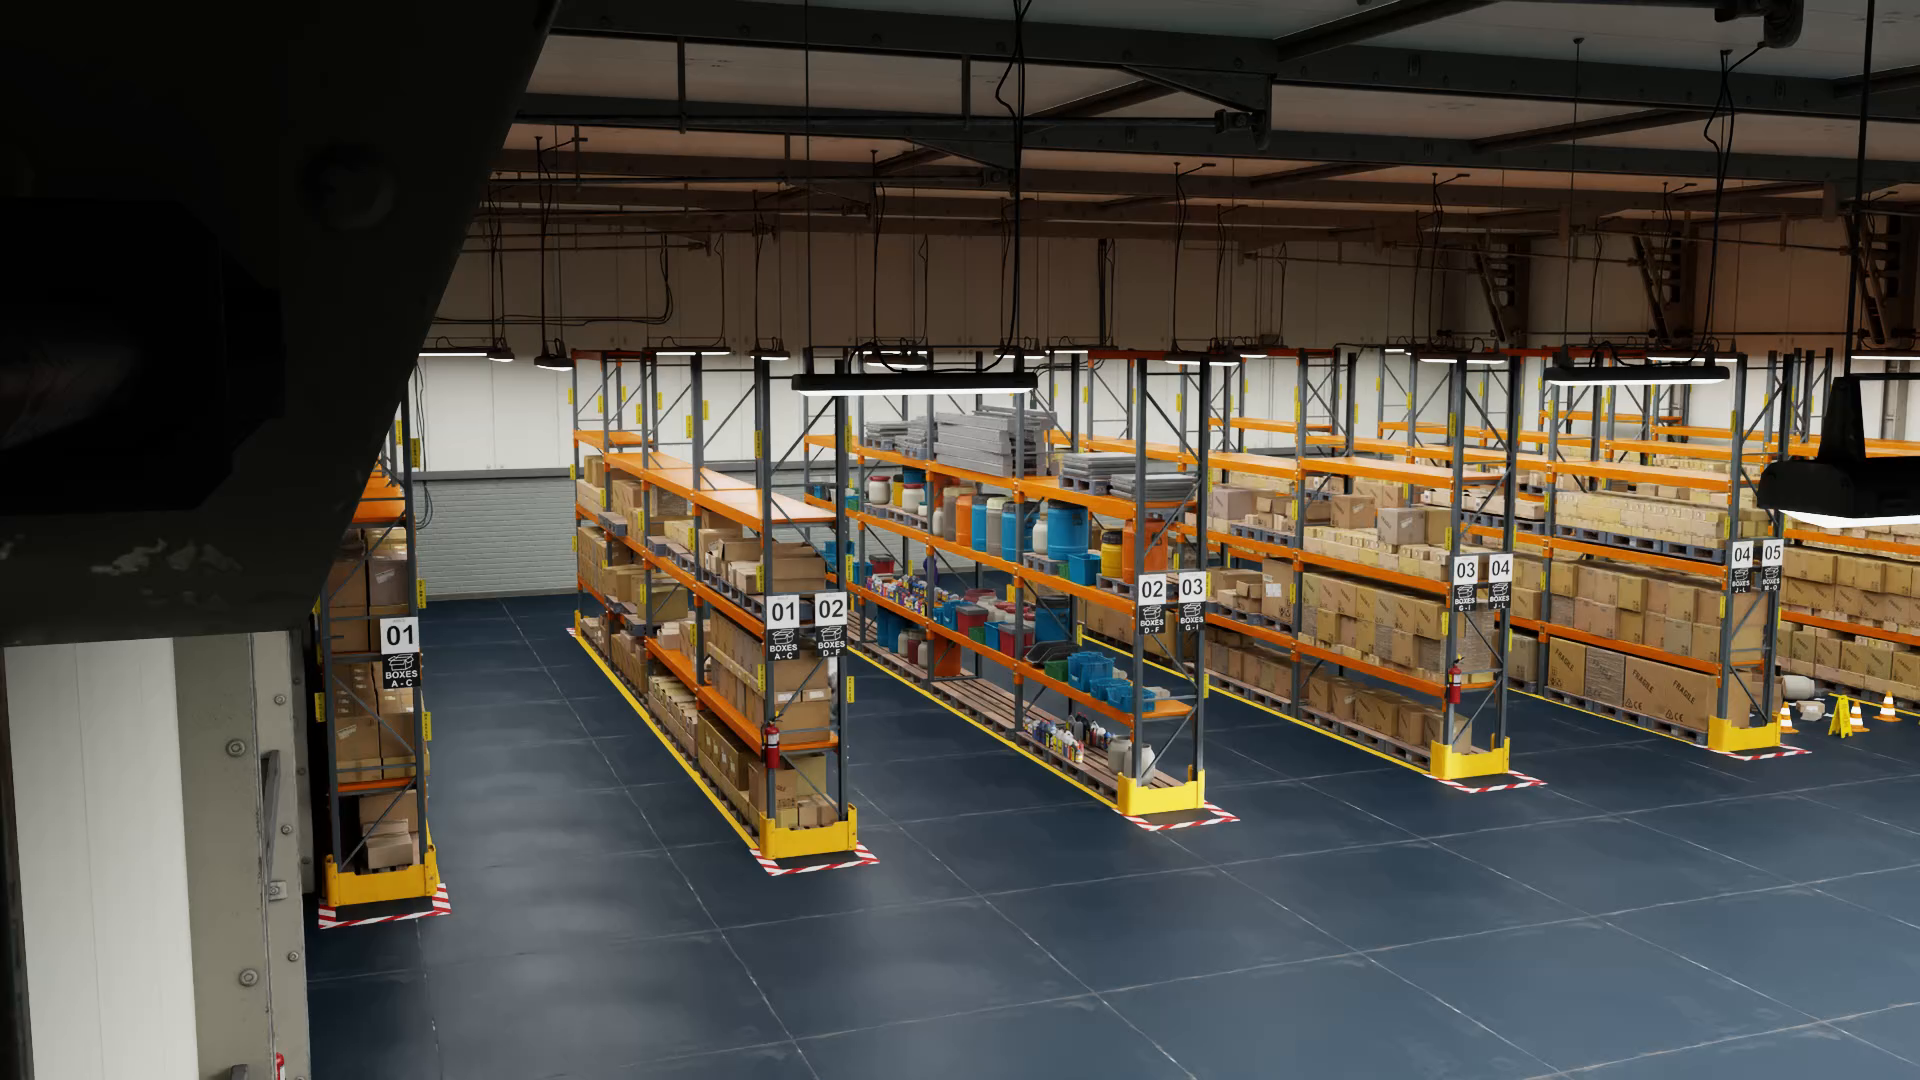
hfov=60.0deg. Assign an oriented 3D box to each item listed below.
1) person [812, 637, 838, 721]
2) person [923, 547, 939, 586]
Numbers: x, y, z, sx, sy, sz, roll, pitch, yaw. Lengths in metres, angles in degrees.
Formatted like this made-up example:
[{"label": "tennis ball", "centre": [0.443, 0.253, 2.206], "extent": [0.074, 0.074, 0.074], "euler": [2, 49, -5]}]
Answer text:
[{"label": "person", "centre": [-2.137, 2.030, 26.359], "extent": [0.613, 1.563, 0.780], "euler": [-5, 9, -33]}, {"label": "person", "centre": [-0.683, 0.637, 39.364], "extent": [0.382, 1.702, 0.537], "euler": [0, 7, 0]}]
